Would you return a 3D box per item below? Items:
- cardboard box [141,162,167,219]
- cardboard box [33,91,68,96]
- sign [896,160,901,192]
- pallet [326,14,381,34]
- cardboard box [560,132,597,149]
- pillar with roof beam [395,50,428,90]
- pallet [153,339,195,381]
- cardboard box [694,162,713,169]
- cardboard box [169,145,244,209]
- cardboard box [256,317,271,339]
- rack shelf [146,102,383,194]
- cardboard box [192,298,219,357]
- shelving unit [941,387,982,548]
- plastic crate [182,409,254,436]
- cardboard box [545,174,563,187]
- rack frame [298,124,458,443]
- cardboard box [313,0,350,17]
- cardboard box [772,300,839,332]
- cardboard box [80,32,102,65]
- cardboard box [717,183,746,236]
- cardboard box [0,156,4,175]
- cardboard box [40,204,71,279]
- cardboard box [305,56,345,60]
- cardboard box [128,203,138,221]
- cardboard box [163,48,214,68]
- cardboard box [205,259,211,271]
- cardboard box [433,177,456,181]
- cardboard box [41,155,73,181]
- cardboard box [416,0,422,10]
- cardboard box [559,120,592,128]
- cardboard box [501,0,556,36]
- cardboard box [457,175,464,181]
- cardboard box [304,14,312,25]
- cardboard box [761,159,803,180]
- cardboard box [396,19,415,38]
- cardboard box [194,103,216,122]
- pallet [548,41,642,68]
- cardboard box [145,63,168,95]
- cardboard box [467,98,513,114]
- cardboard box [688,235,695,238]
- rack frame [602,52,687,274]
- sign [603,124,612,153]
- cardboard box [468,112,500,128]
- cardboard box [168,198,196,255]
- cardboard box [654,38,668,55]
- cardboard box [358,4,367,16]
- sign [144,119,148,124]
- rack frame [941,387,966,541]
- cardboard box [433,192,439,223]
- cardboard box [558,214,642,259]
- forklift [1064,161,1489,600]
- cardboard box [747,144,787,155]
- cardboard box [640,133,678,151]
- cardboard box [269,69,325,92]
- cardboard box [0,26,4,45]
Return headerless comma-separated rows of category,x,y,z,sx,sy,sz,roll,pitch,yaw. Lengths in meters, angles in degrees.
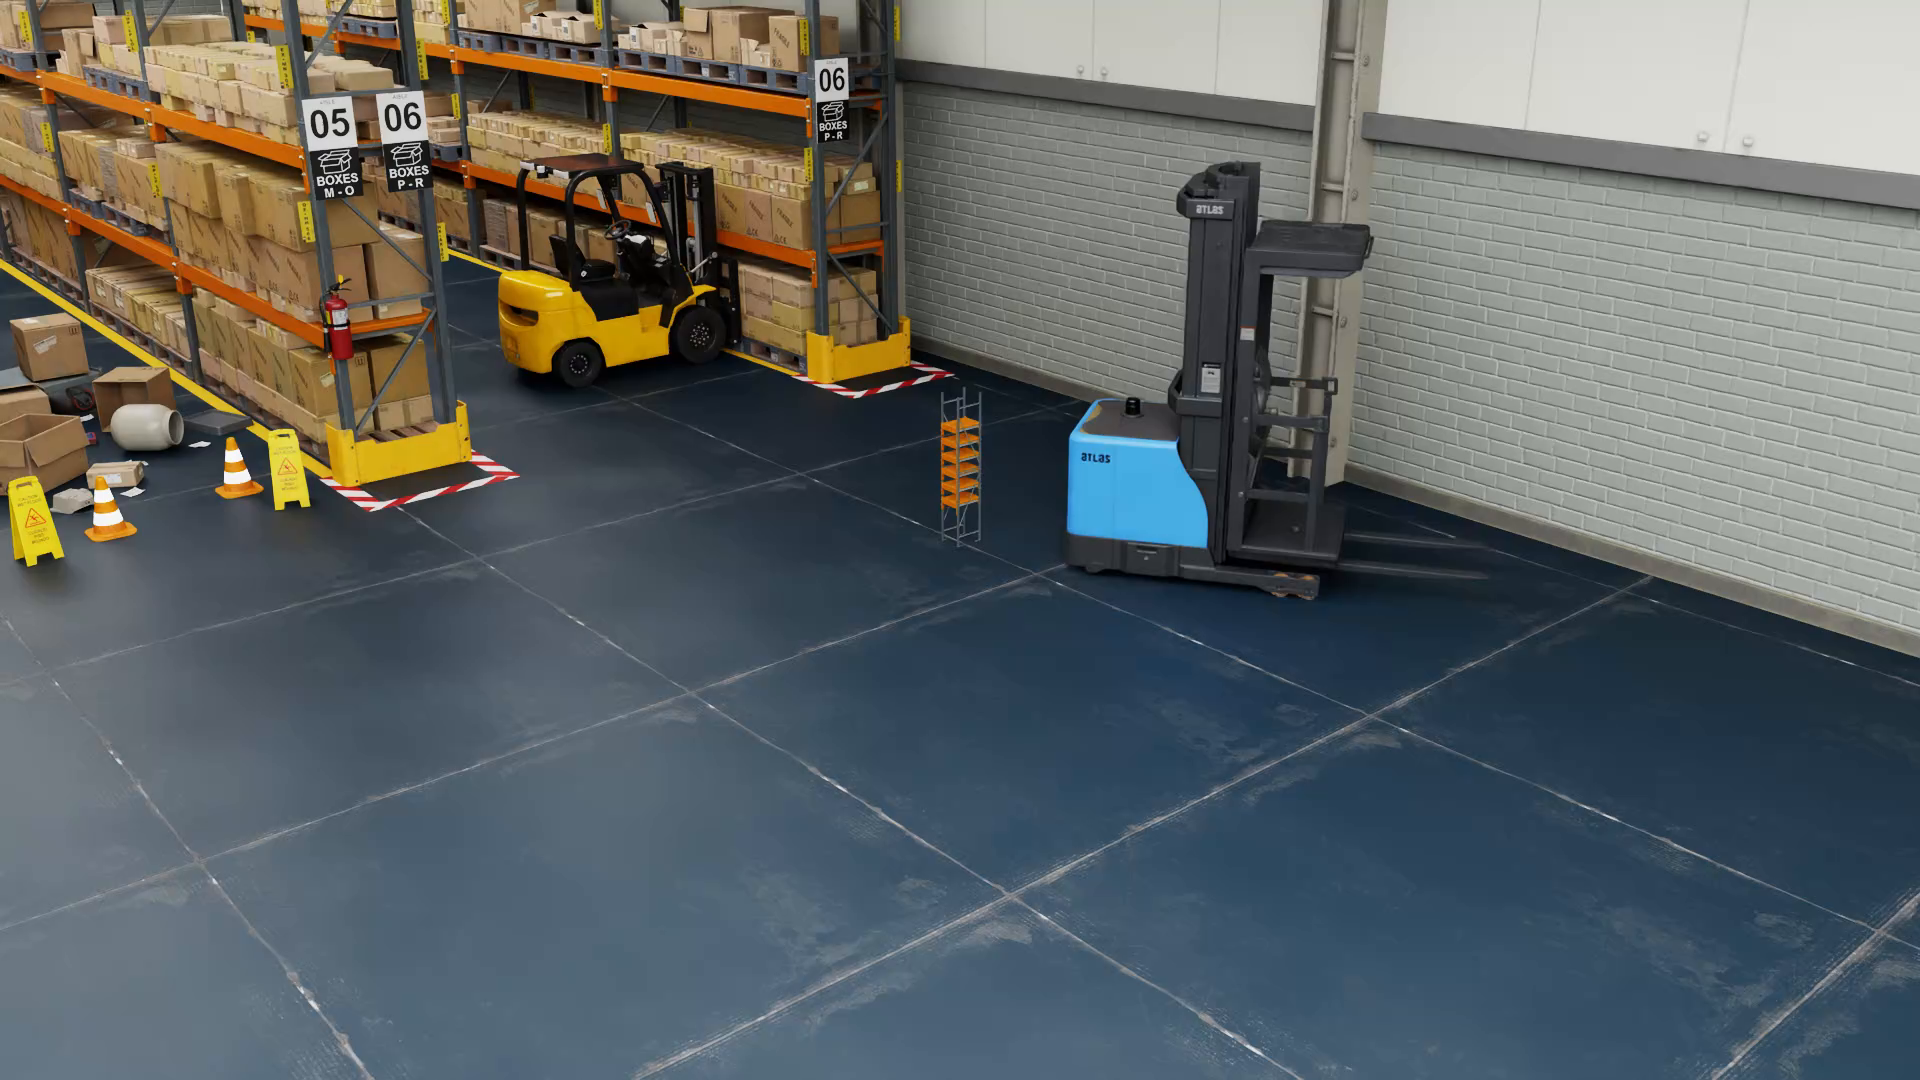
cardboard box,-7.915,-3.561,16.843,0.500,0.500,0.500,-18,28,-38
cardboard box,-11.521,-5.480,21.355,0.500,0.500,0.500,-16,27,-36
sign,-0.646,-3.756,17.164,0.100,0.325,0.005,-17,27,-37
pallet,-8.531,-7.613,24.453,1.213,0.211,1.003,-17,27,-37
cardboard box,-4.647,-4.869,20.275,0.380,0.149,0.250,-19,28,-39
pillar with roof beam,-11.937,-8.676,22.796,9.100,9.000,0.400,-17,27,-37
pallet,-7.949,-2.024,17.862,1.003,0.211,1.213,-17,27,-37
cardboard box,-2.679,-4.056,18.201,0.380,0.149,0.250,-18,28,-38
cardboard box,-7.000,-3.439,15.735,0.700,0.500,0.500,-17,27,-37
cardboard box,-6.172,-1.957,15.144,0.380,0.149,0.250,-16,27,-35
rack shelf,-6.134,-3.617,14.979,1.077,0.370,4.000,-17,27,-37
cardboard box,-7.259,-2.145,16.513,0.500,0.500,0.500,-16,26,-35
shelving unit,0.009,-0.555,12.755,0.258,1.200,0.189,-17,27,-37
plastic crate,-7.036,-1.119,15.732,0.583,0.080,0.402,12,24,27
cardboard box,-4.842,-4.579,20.769,0.500,0.250,0.500,-17,27,-37
rack frame,-4.829,-2.002,13.984,1.000,3.000,0.127,-17,27,-37
cardboard box,-9.409,-8.040,25.082,0.500,0.250,0.500,-17,27,-37
cardboard box,-1.625,-2.393,17.490,0.500,0.250,0.500,-18,28,-38
cardboard box,-9.034,-5.243,18.002,0.797,0.503,0.637,-17,27,-37
cardboard box,-2.257,-3.592,17.905,0.500,0.500,0.500,-18,28,-38
cardboard box,-12.236,-4.921,21.641,0.500,0.250,0.500,-18,28,-39
cardboard box,-11.018,-3.877,21.107,0.875,0.875,0.875,-17,27,-37
cardboard box,-5.650,-4.174,14.667,0.380,0.149,0.250,-17,27,-36
cardboard box,-8.508,-3.472,17.504,0.380,0.149,0.250,-17,27,-37
cardboard box,-7.124,-4.454,15.381,0.380,0.149,0.250,-19,28,-39
cardboard box,-7.076,-2.704,16.118,0.380,0.149,0.250,-18,27,-38
cardboard box,-7.448,-5.109,23.878,0.380,0.149,0.250,-18,28,-38
cardboard box,-10.559,-4.449,19.750,0.500,0.250,0.500,-18,27,-38
cardboard box,-7.179,-7.311,22.674,0.380,0.149,0.250,-18,28,-38
cardboard box,-4.910,-5.283,21.332,0.380,0.149,0.250,-16,27,-36
cardboard box,-5.340,-6.541,20.609,0.500,0.500,0.500,-17,27,-36
cardboard box,-7.088,-5.235,24.198,0.380,0.149,0.250,-18,28,-39
cardboard box,-9.845,-8.023,25.586,0.380,0.149,0.250,-18,27,-38
cardboard box,-1.840,-3.848,17.260,0.380,0.149,0.250,-17,27,-36
cardboard box,-7.467,-7.083,23.048,0.500,0.250,0.500,-17,27,-37
cardboard box,-6.647,-3.866,14.972,0.380,0.149,0.250,-18,28,-38
pallet,-4.267,-5.839,19.927,0.805,0.209,1.217,-19,28,-39
cardboard box,-7.360,-4.386,15.755,0.500,0.250,0.500,-18,28,-39
cardboard box,-6.510,-5.817,23.010,0.500,0.500,0.500,-16,26,-35
cardboard box,-2.872,-3.445,19.489,0.500,0.250,0.500,-18,28,-38
rack frame,-3.682,-4.290,19.825,1.000,3.000,0.127,-17,27,-37
sign,-4.087,-4.661,19.291,0.100,0.325,0.005,-17,27,-37
cardboard box,-6.308,-5.586,22.106,0.380,0.149,0.250,-16,27,-36
cardboard box,-7.364,-3.105,16.253,0.500,0.500,0.500,-18,27,-38
cardboard box,-3.117,-5.403,18.185,0.380,0.149,0.250,-16,27,-36
cardboard box,-8.342,-7.563,23.700,0.380,0.149,0.250,-18,28,-38
sign,-9.646,-4.847,19.767,0.100,0.325,0.005,-17,27,-37
rack frame,-0.050,-0.580,12.820,0.240,1.200,0.006,-17,27,-37
cardboard box,-7.394,-4.777,23.920,0.500,0.500,0.500,-16,27,-35
cardboard box,-4.532,-3.738,21.095,0.875,0.625,0.625,-18,28,-38
forklift,2.352,-1.154,11.911,3.031,2.935,1.130,6,22,15
cardboard box,-2.116,-4.250,18.288,0.380,0.149,0.250,-17,27,-37
cardboard box,-3.446,-4.572,19.110,0.380,0.149,0.250,-17,27,-37
cardboard box,-5.412,-3.757,13.601,0.380,0.149,0.250,-17,27,-37
cardboard box,-11.215,-6.040,19.787,0.396,0.266,0.258,-18,28,-39
